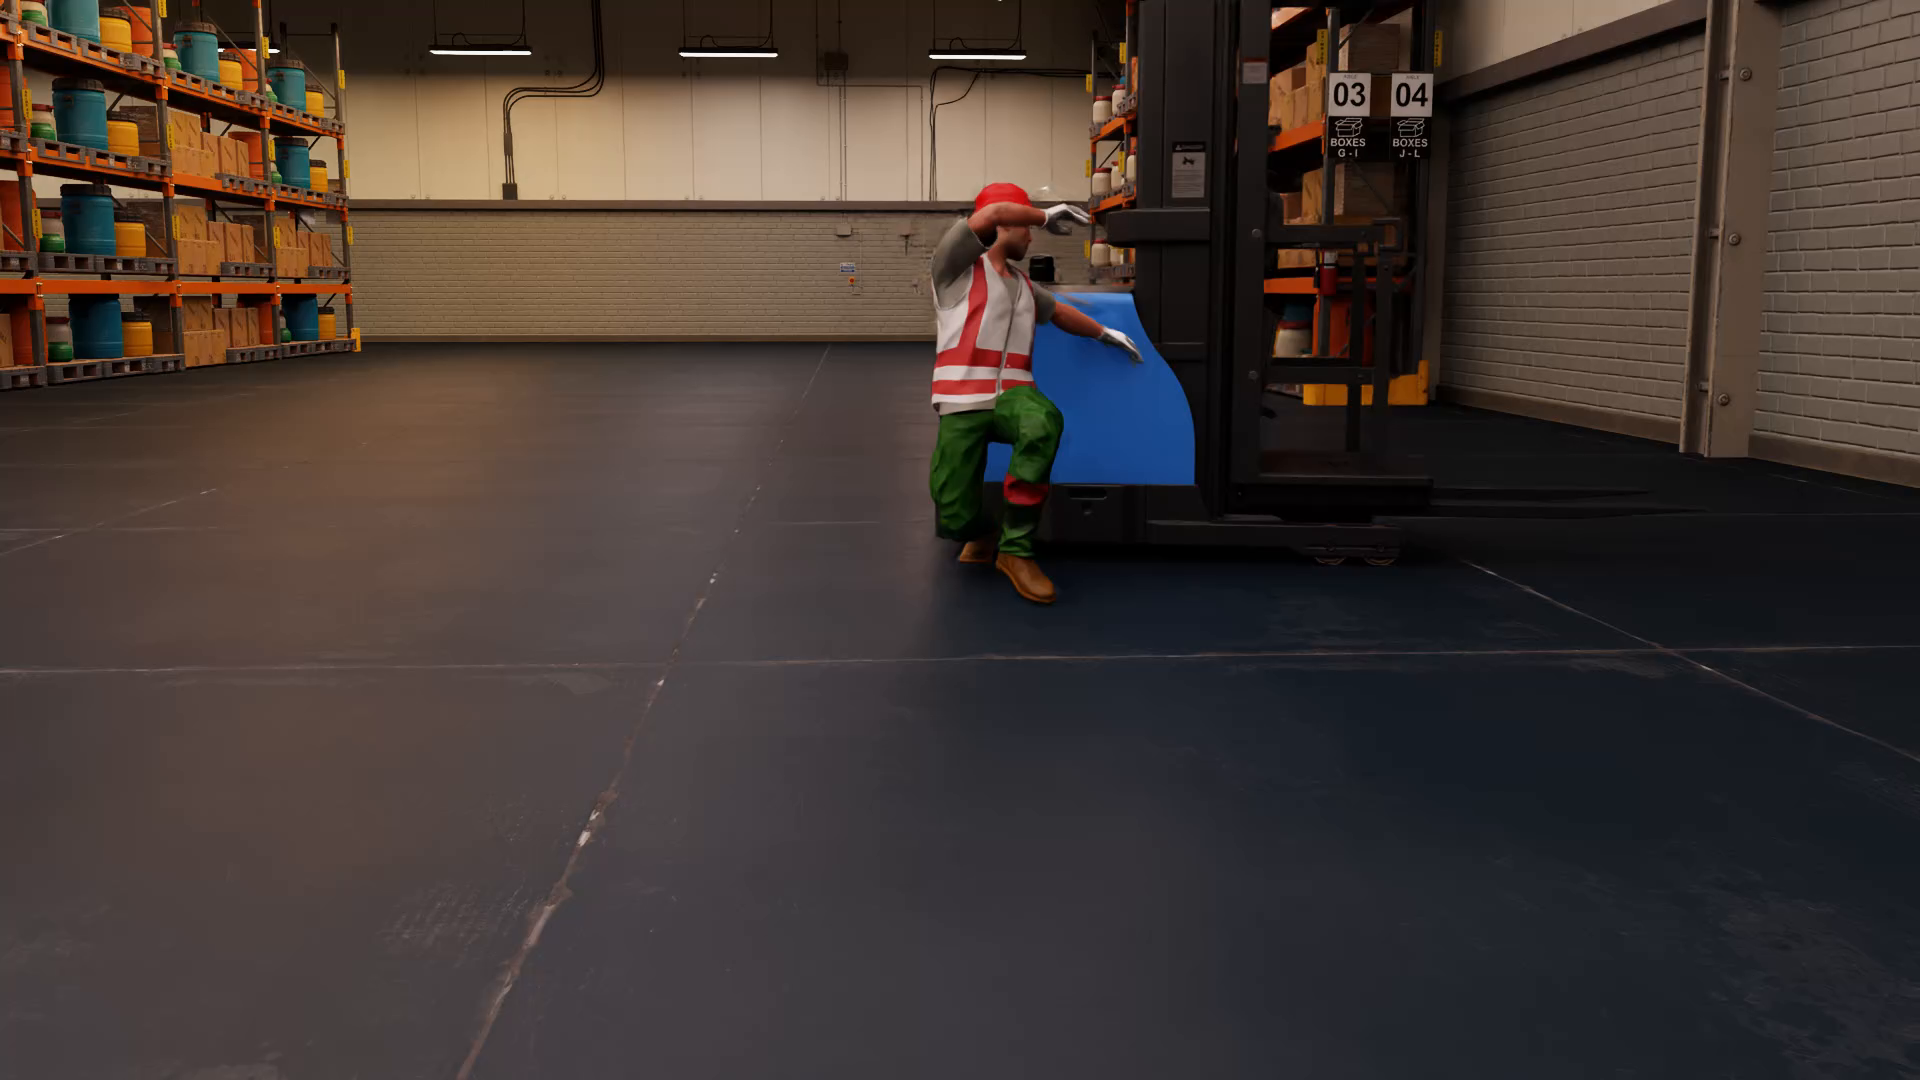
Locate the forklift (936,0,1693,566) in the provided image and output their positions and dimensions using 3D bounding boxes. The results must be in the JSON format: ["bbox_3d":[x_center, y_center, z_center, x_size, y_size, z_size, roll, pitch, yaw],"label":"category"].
[{"bbox_3d":[1.458,-1.428,6.949,3.031,2.935,1.130,1,9,7],"label":"forklift"}]

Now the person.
[{"bbox_3d":[0.370,-0.580,6.146,0.995,1.468,0.977,-3,9,-18],"label":"person"}]
